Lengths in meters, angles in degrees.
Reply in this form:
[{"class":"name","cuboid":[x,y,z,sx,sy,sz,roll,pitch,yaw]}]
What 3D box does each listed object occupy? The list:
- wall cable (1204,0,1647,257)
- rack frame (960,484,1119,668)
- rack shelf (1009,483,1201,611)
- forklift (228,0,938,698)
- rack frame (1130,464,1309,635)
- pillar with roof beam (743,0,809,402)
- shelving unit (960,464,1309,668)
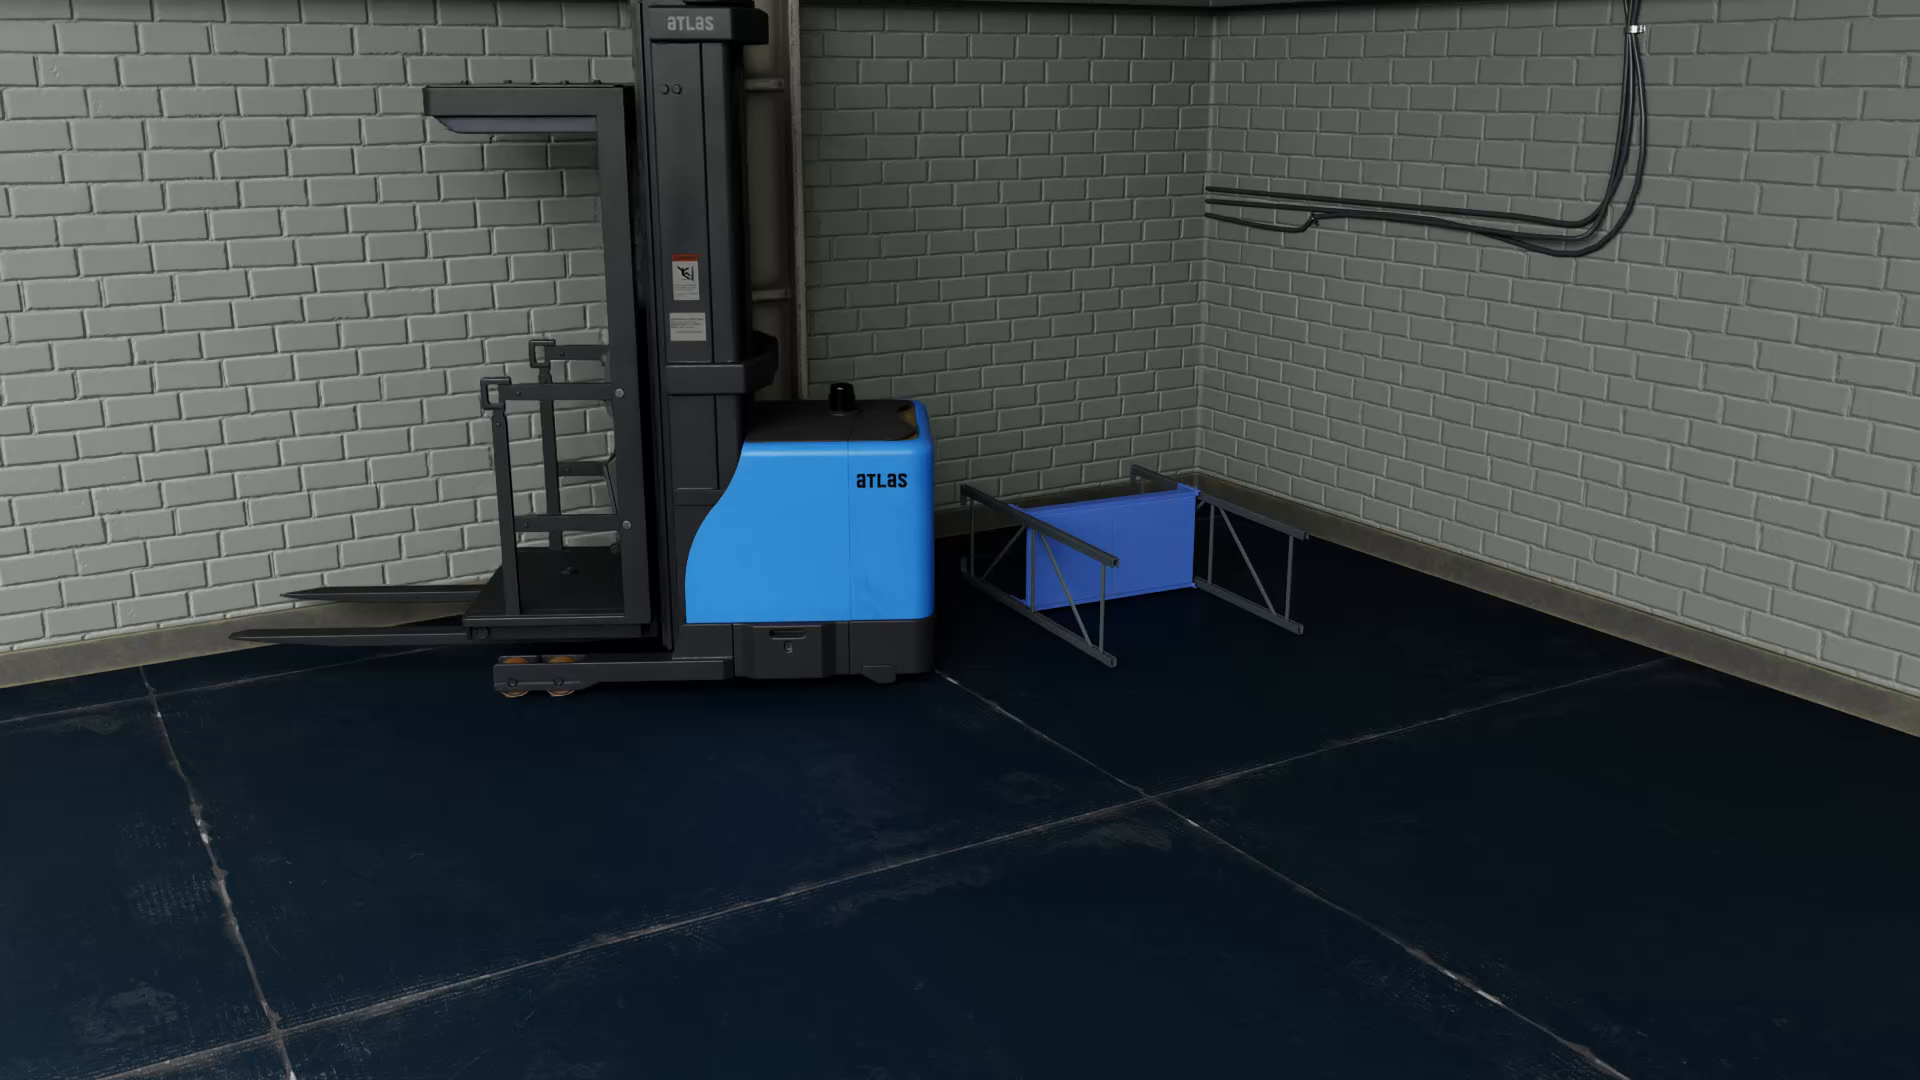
[{"class":"wall cable","cuboid":[2.188,-2.770,8.371,0.112,2.526,3.097,-9,18,-30]},{"class":"rack frame","cuboid":[0.346,0.139,7.918,0.032,0.500,1.500,-8,17,-25]},{"class":"rack shelf","cuboid":[0.723,0.035,8.289,1.000,0.538,0.185,-8,17,-25]},{"class":"forklift","cuboid":[-1.631,-0.892,7.161,3.031,2.935,1.130,-1,16,-3]},{"class":"rack frame","cuboid":[1.259,0.018,8.348,0.032,0.500,1.500,-8,17,-25]},{"class":"pillar with roof beam","cuboid":[1.199,-3.165,4.030,0.400,9.000,9.100,-9,18,-30]},{"class":"shelving unit","cuboid":[0.803,0.078,8.133,1.048,0.538,1.500,-8,17,-25]}]
